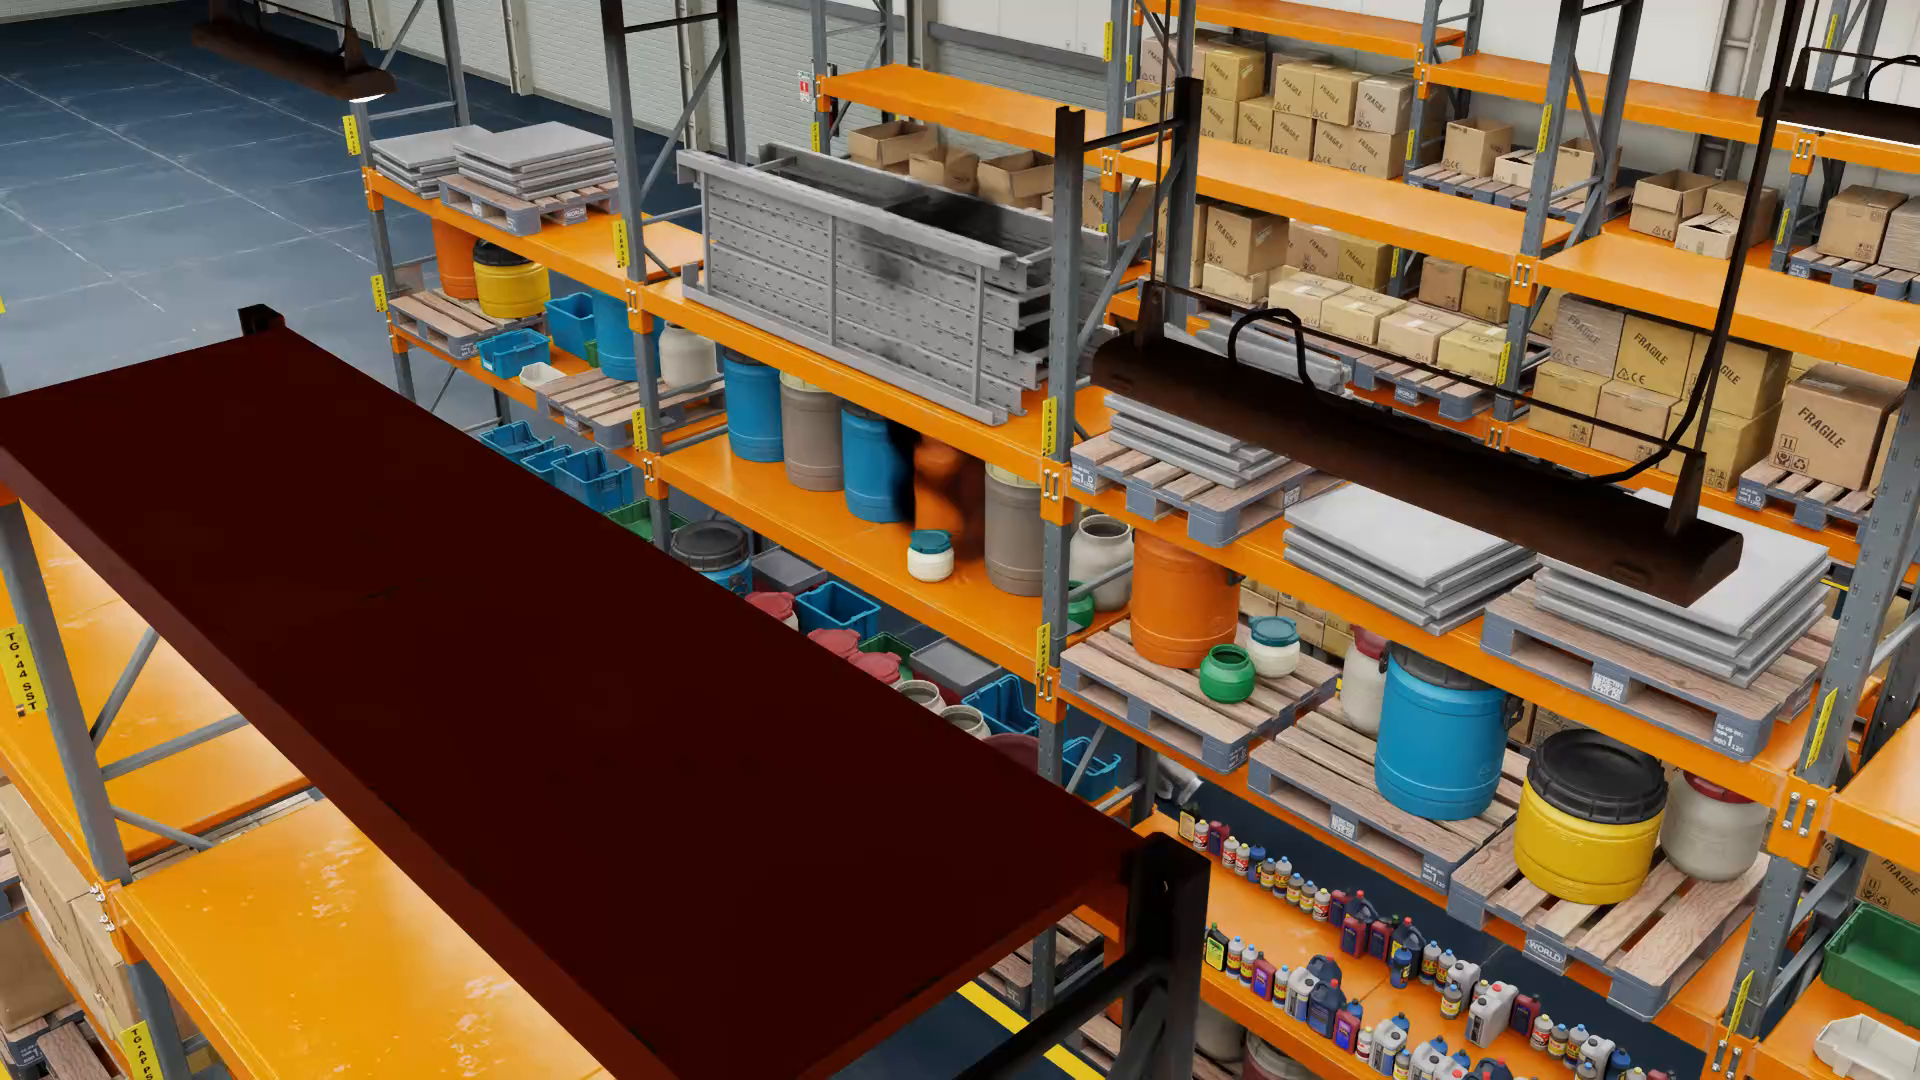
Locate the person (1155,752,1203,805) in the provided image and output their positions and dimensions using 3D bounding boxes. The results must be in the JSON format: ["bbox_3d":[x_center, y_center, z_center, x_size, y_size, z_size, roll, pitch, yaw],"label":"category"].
[{"bbox_3d":[1.659,1.323,12.683,0.609,1.608,0.563,22,35,35],"label":"person"}]
